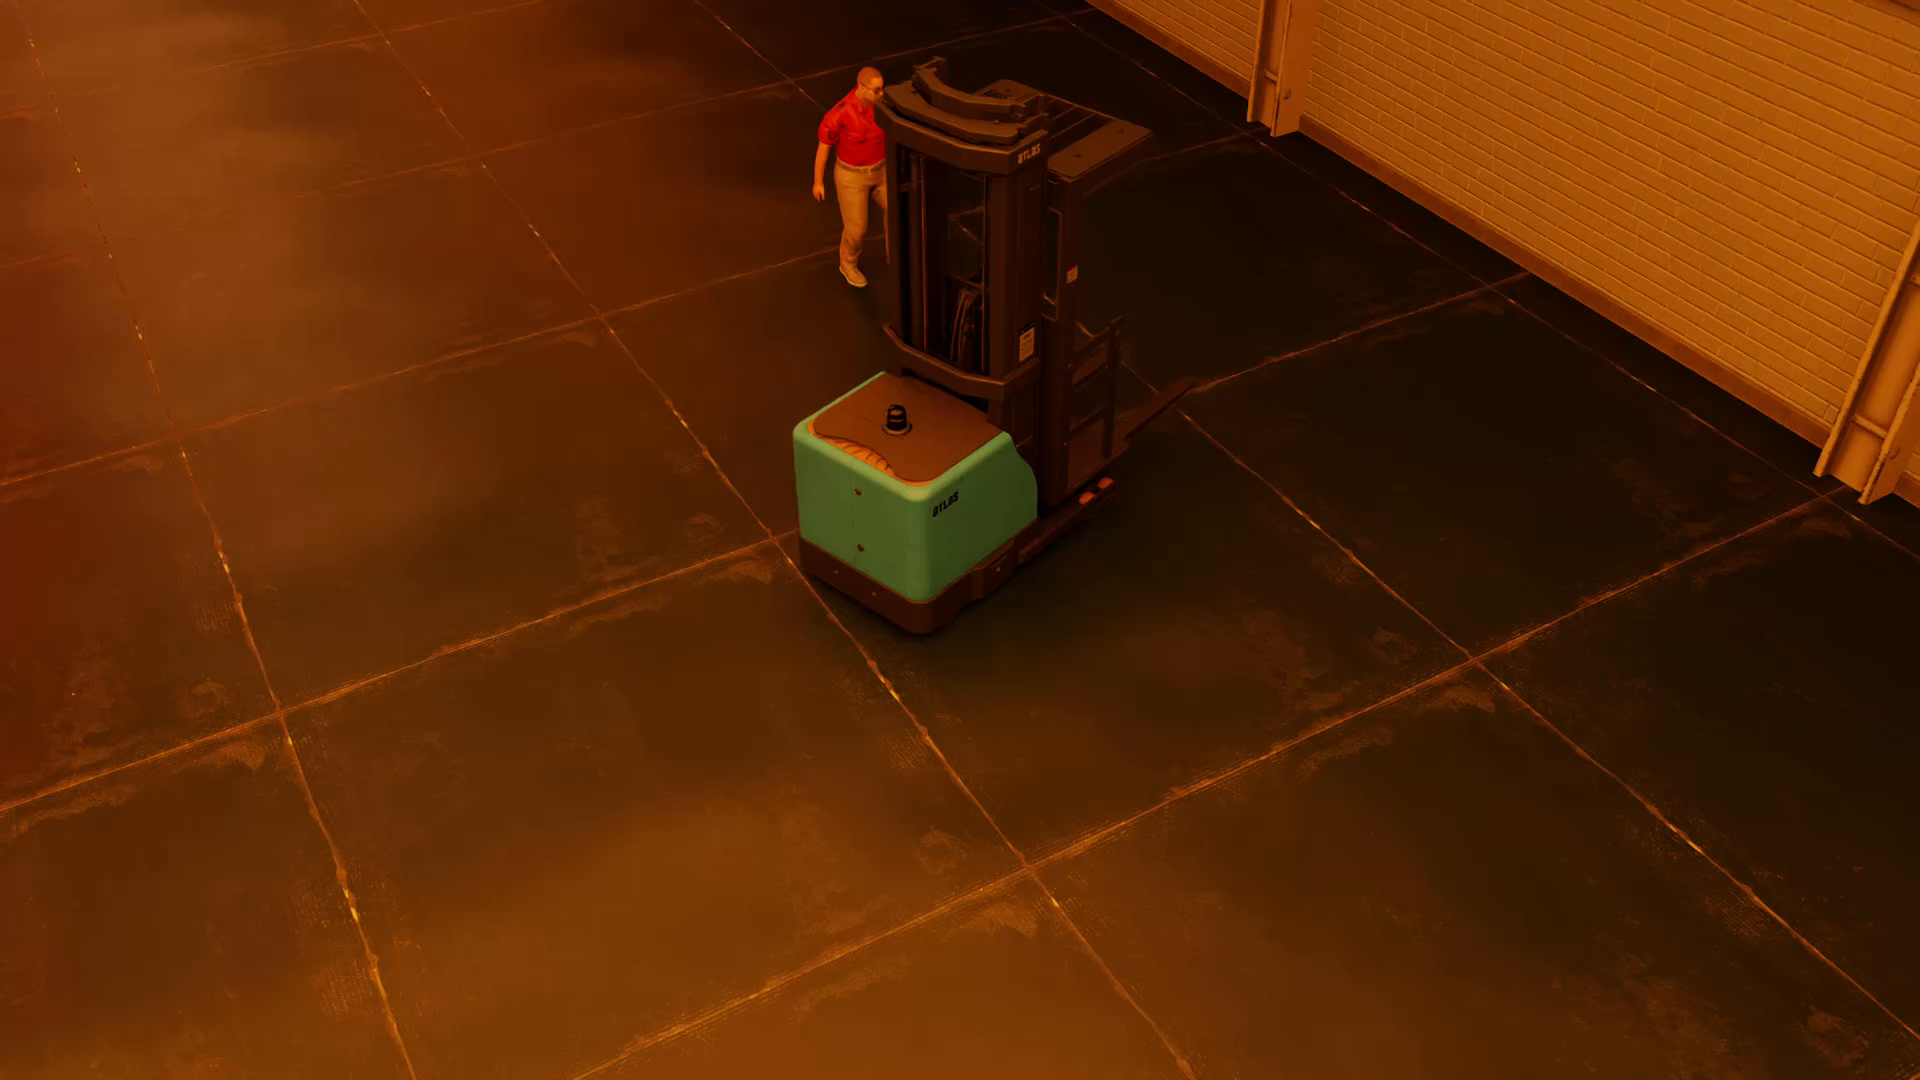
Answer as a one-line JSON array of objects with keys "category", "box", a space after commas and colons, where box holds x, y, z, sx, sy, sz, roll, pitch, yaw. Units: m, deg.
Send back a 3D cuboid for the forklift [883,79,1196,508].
[{"category": "forklift", "box": [0.411, -1.468, 9.856, 1.101, 2.867, 2.884, 29, 47, 30]}]
